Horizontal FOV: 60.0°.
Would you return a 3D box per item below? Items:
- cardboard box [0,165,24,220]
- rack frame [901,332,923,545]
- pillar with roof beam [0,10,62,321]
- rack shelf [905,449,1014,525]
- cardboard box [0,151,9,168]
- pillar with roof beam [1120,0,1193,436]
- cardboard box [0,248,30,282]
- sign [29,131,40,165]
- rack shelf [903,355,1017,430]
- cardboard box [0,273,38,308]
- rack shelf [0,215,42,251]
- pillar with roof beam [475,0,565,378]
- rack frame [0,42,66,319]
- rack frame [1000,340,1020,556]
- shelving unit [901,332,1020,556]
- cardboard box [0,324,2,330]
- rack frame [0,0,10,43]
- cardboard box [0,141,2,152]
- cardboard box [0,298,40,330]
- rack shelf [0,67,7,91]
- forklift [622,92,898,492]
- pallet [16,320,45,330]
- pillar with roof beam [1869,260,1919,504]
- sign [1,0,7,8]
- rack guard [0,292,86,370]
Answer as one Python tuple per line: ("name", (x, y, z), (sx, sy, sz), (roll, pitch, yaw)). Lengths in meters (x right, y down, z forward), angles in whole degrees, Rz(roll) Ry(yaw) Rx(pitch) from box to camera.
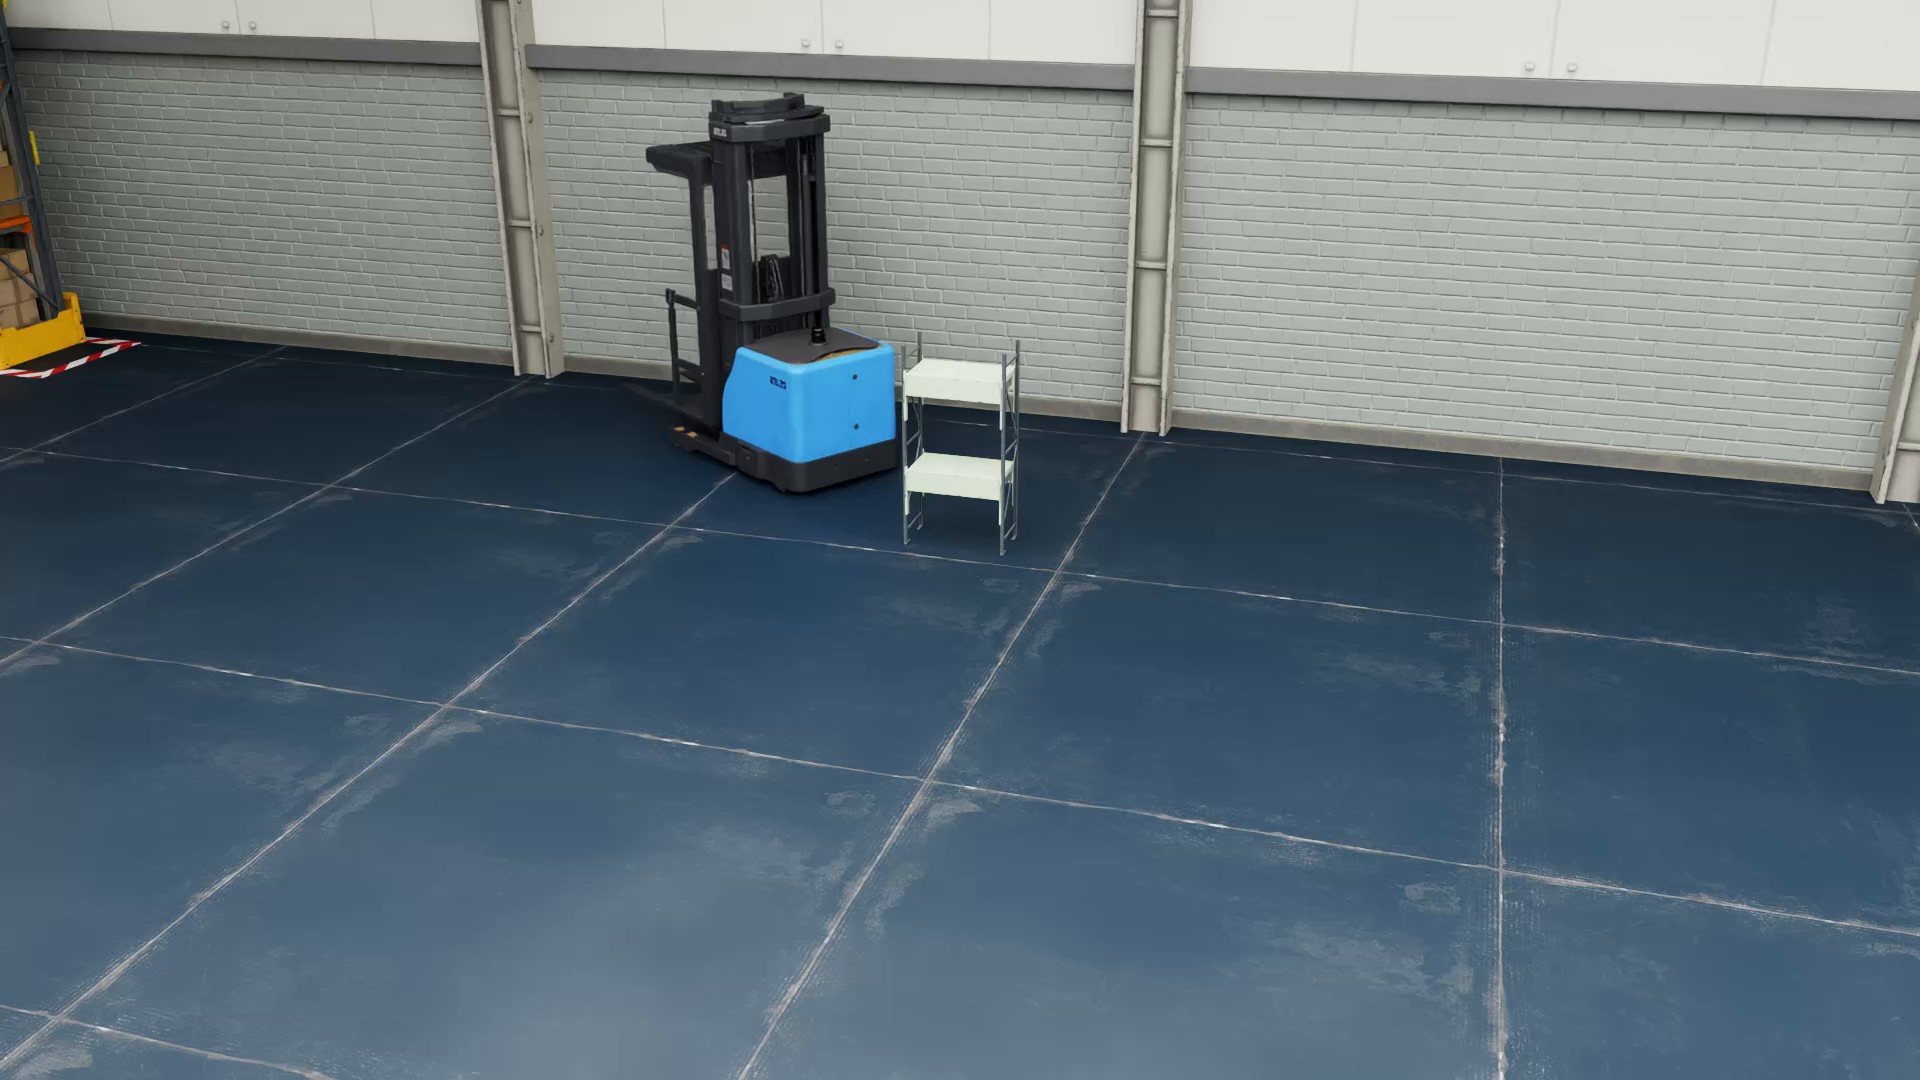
("cardboard box", (-9.836, -3.483, 16.676), (0.500, 0.500, 0.500), (7, 23, 17))
("rack frame", (-0.344, -0.733, 12.081), (0.023, 1.500, 0.400), (7, 23, 16))
("pillar with roof beam", (-11.092, -4.896, 12.349), (0.400, 9.000, 9.100), (7, 23, 16))
("rack shelf", (0.006, -0.392, 12.107), (0.720, 0.370, 0.431), (7, 23, 16))
("cardboard box", (-9.692, -3.759, 16.495), (0.250, 0.149, 0.380), (6, 23, 14))
("pillar with roof beam", (0.397, -3.581, 9.142), (0.400, 9.000, 9.100), (7, 23, 16))
("cardboard box", (-9.847, -2.787, 16.865), (0.500, 0.250, 0.500), (6, 23, 15))
("sign", (-9.276, -3.919, 16.627), (0.005, 0.325, 0.100), (7, 23, 16))
("rack shelf", (0.006, -1.054, 11.836), (0.720, 0.370, 0.431), (7, 23, 16))
("cardboard box", (-9.832, -2.562, 16.973), (0.500, 0.250, 0.500), (7, 23, 16))
("rack shelf", (-11.357, -3.168, 16.988), (4.000, 0.370, 1.077), (7, 23, 16))
("pillar with roof beam", (-5.347, -4.239, 10.746), (0.400, 9.000, 9.100), (7, 23, 16))
("rack frame", (-9.442, -3.281, 16.317), (0.127, 3.000, 1.000), (7, 23, 16))
("rack frame", (0.357, -0.653, 11.886), (0.023, 1.500, 0.400), (7, 23, 16))
("shelving unit", (0.006, -0.693, 11.984), (0.755, 1.500, 0.431), (7, 23, 16))
("cardboard box", (-9.983, -2.140, 16.604), (0.500, 0.250, 0.500), (7, 23, 16))
("rack frame", (-9.442, -6.057, 15.178), (0.127, 3.000, 1.000), (7, 23, 16))
("cardboard box", (-9.702, -3.880, 16.397), (0.250, 0.149, 0.380), (6, 23, 14))
("cardboard box", (-9.855, -2.328, 17.063), (0.500, 0.250, 0.500), (7, 23, 16))
("rack shelf", (-11.357, -4.555, 16.418), (4.000, 0.370, 1.077), (7, 23, 16))
("forklift", (-1.844, -2.212, 13.801), (1.130, 2.935, 3.031), (-18, 28, -37))
("pallet", (-10.186, -2.060, 17.013), (1.213, 0.211, 1.003), (7, 23, 16))
("pillar with roof beam", (6.141, -2.923, 7.539), (0.400, 9.000, 9.100), (7, 23, 16))
("sign", (-9.276, -5.311, 16.056), (0.005, 0.325, 0.100), (7, 23, 16))
("rack guard", (-9.419, -2.122, 16.785), (0.348, 0.500, 1.175), (7, 23, 16))
